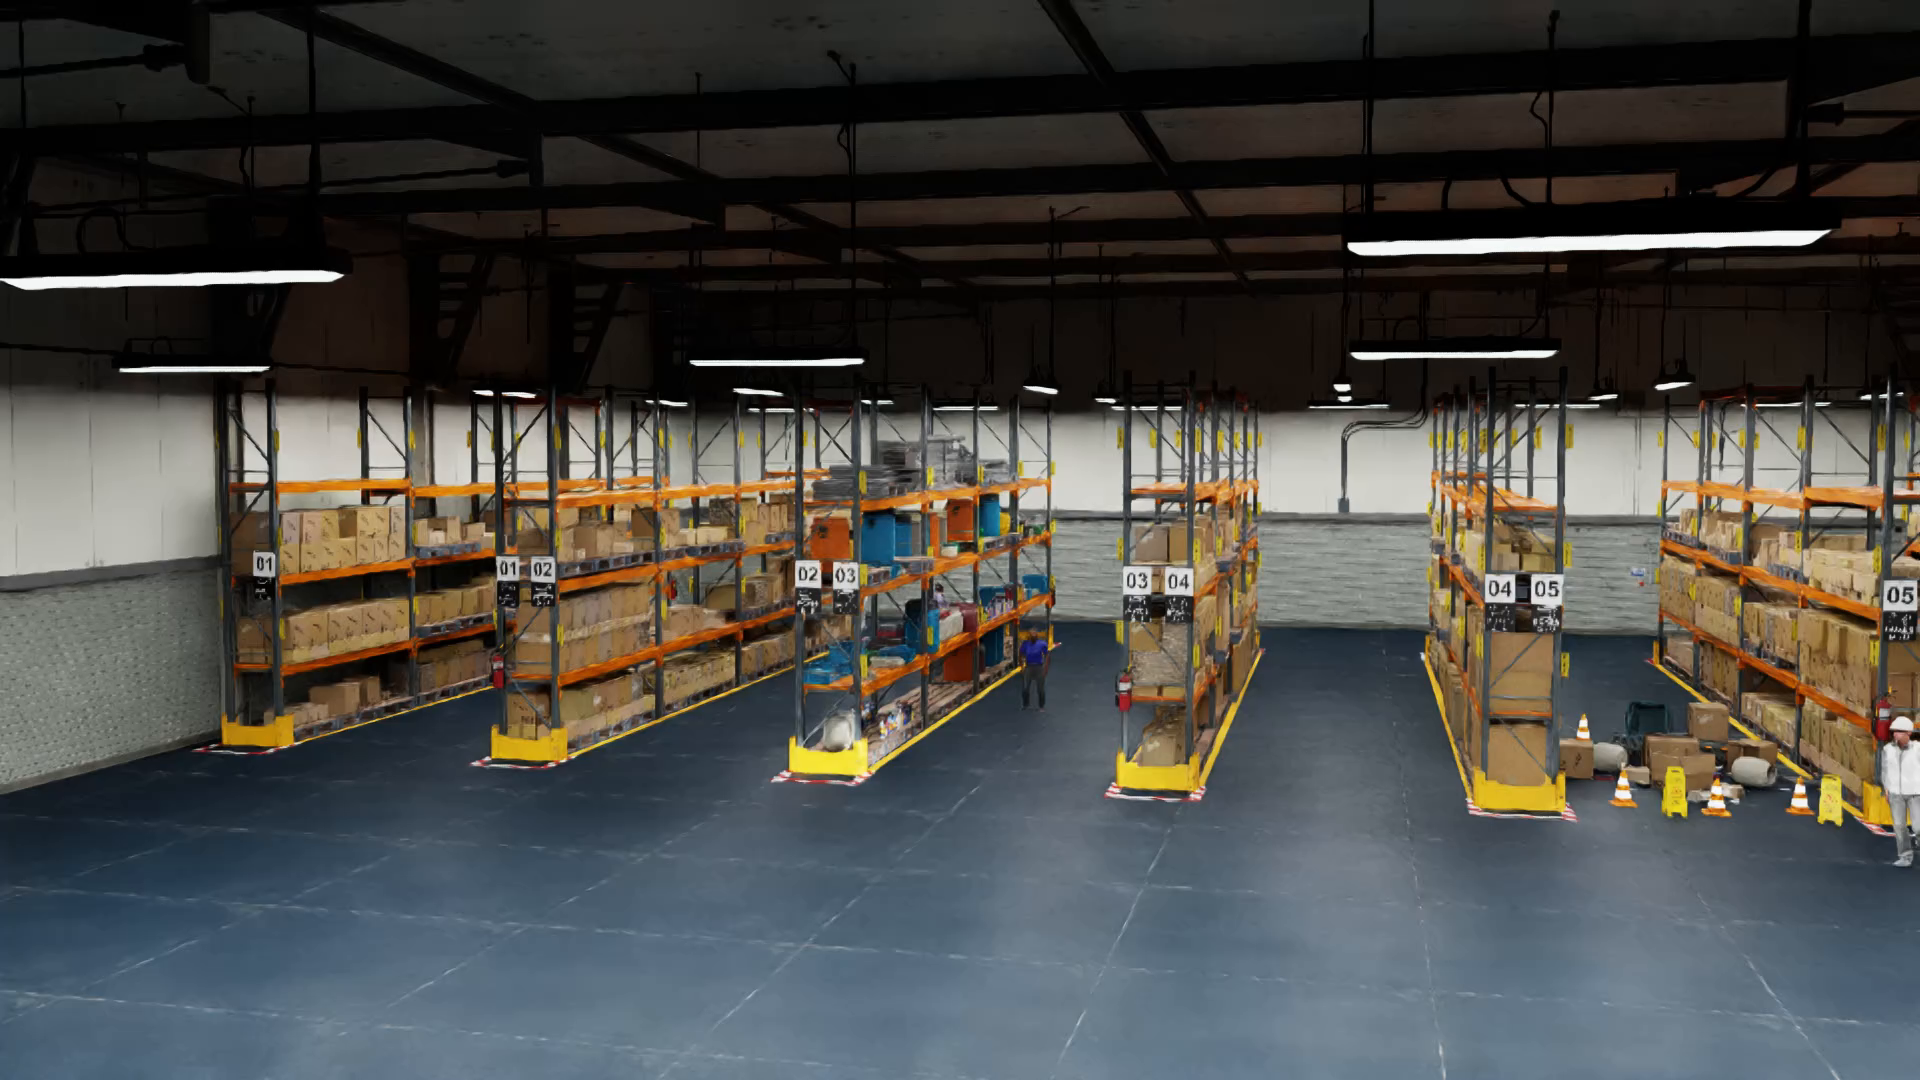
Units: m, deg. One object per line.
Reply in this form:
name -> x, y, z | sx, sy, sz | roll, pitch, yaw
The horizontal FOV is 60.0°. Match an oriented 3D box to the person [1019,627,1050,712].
person -> 1.364, 2.376, 30.546 | 0.592, 1.604, 0.518 | 1, 4, 12

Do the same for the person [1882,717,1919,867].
person -> 11.145, 2.950, 19.531 | 0.558, 1.767, 0.582 | -3, 4, -39

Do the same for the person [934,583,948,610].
person -> -0.453, 1.835, 38.910 | 0.432, 1.652, 0.527 | -1, 4, -15

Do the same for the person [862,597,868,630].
person -> -2.743, 1.499, 44.060 | 0.609, 1.742, 0.966 | -1, 3, -10
